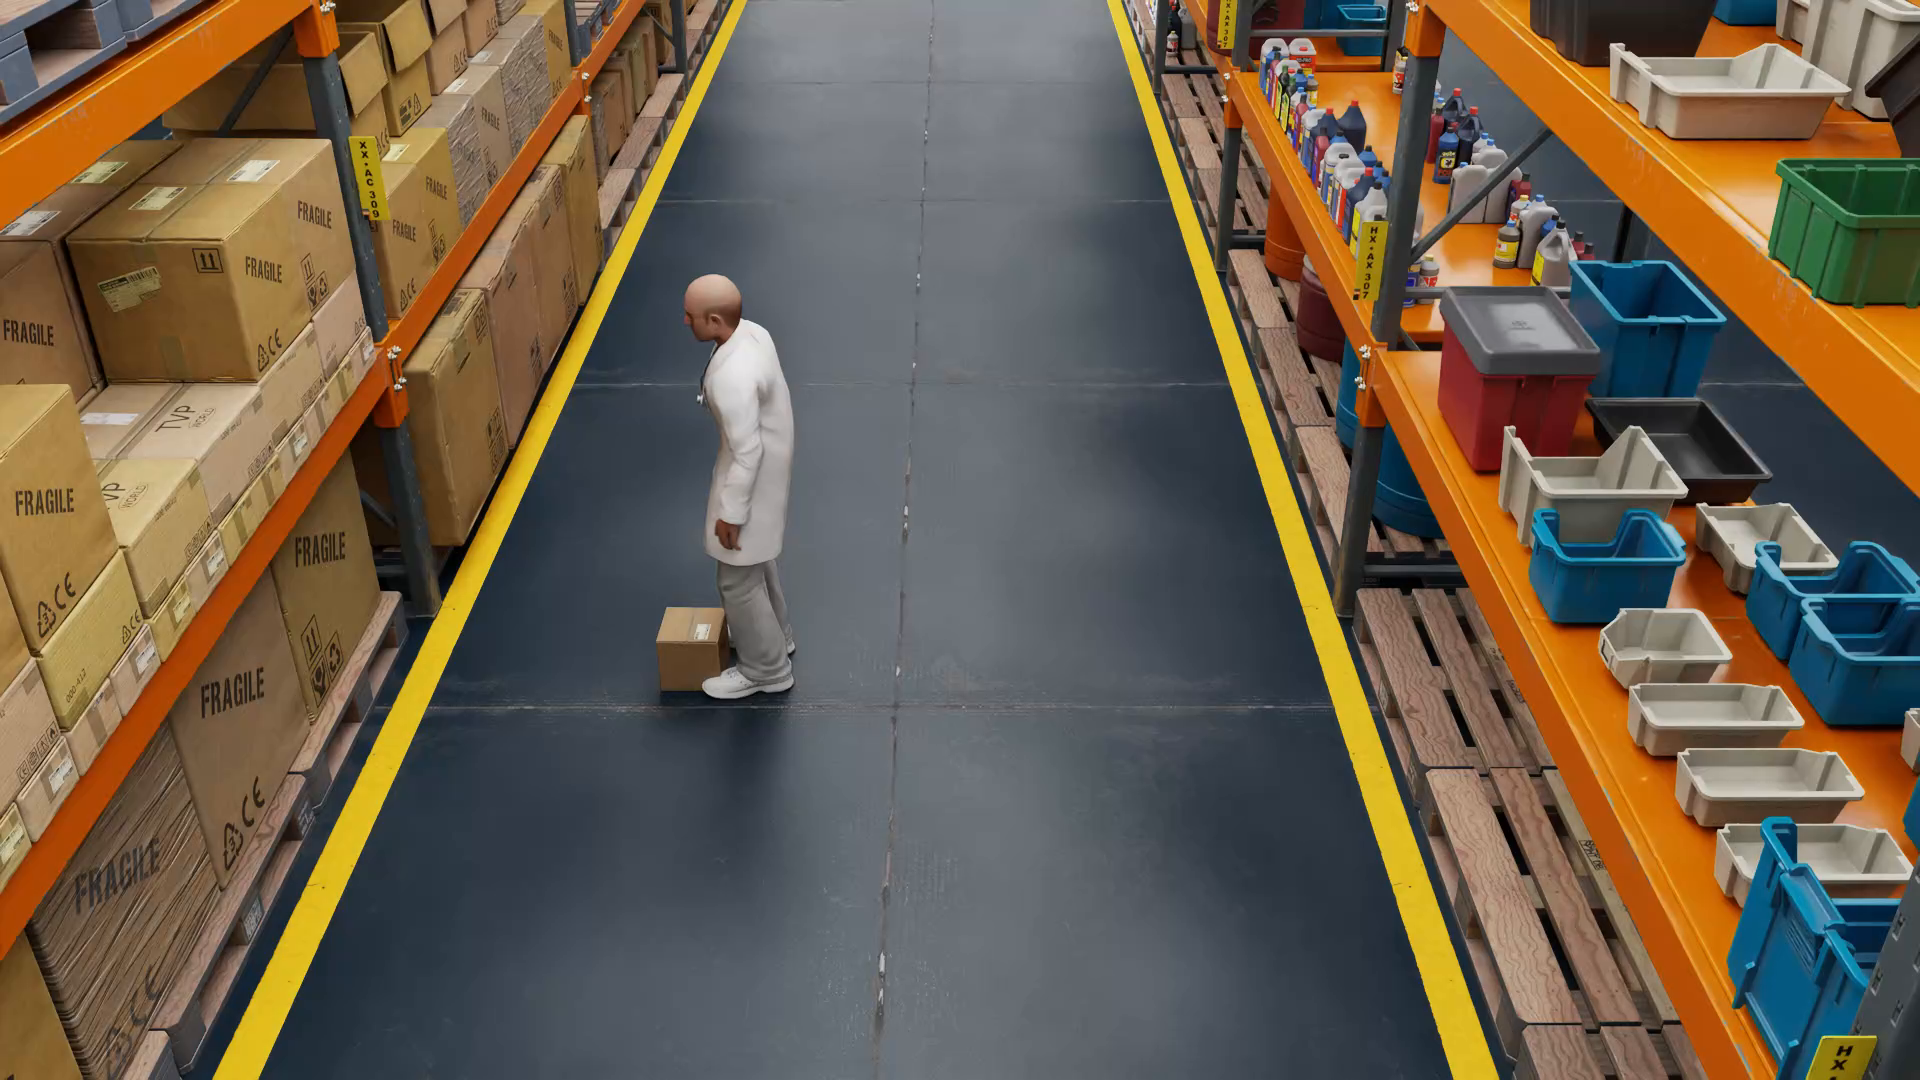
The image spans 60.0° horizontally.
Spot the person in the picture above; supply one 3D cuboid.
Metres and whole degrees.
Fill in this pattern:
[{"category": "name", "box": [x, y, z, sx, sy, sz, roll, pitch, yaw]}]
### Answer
[{"category": "person", "box": [-0.850, -0.158, 6.526, 0.427, 1.653, 0.641, 0, 31, 0]}]
